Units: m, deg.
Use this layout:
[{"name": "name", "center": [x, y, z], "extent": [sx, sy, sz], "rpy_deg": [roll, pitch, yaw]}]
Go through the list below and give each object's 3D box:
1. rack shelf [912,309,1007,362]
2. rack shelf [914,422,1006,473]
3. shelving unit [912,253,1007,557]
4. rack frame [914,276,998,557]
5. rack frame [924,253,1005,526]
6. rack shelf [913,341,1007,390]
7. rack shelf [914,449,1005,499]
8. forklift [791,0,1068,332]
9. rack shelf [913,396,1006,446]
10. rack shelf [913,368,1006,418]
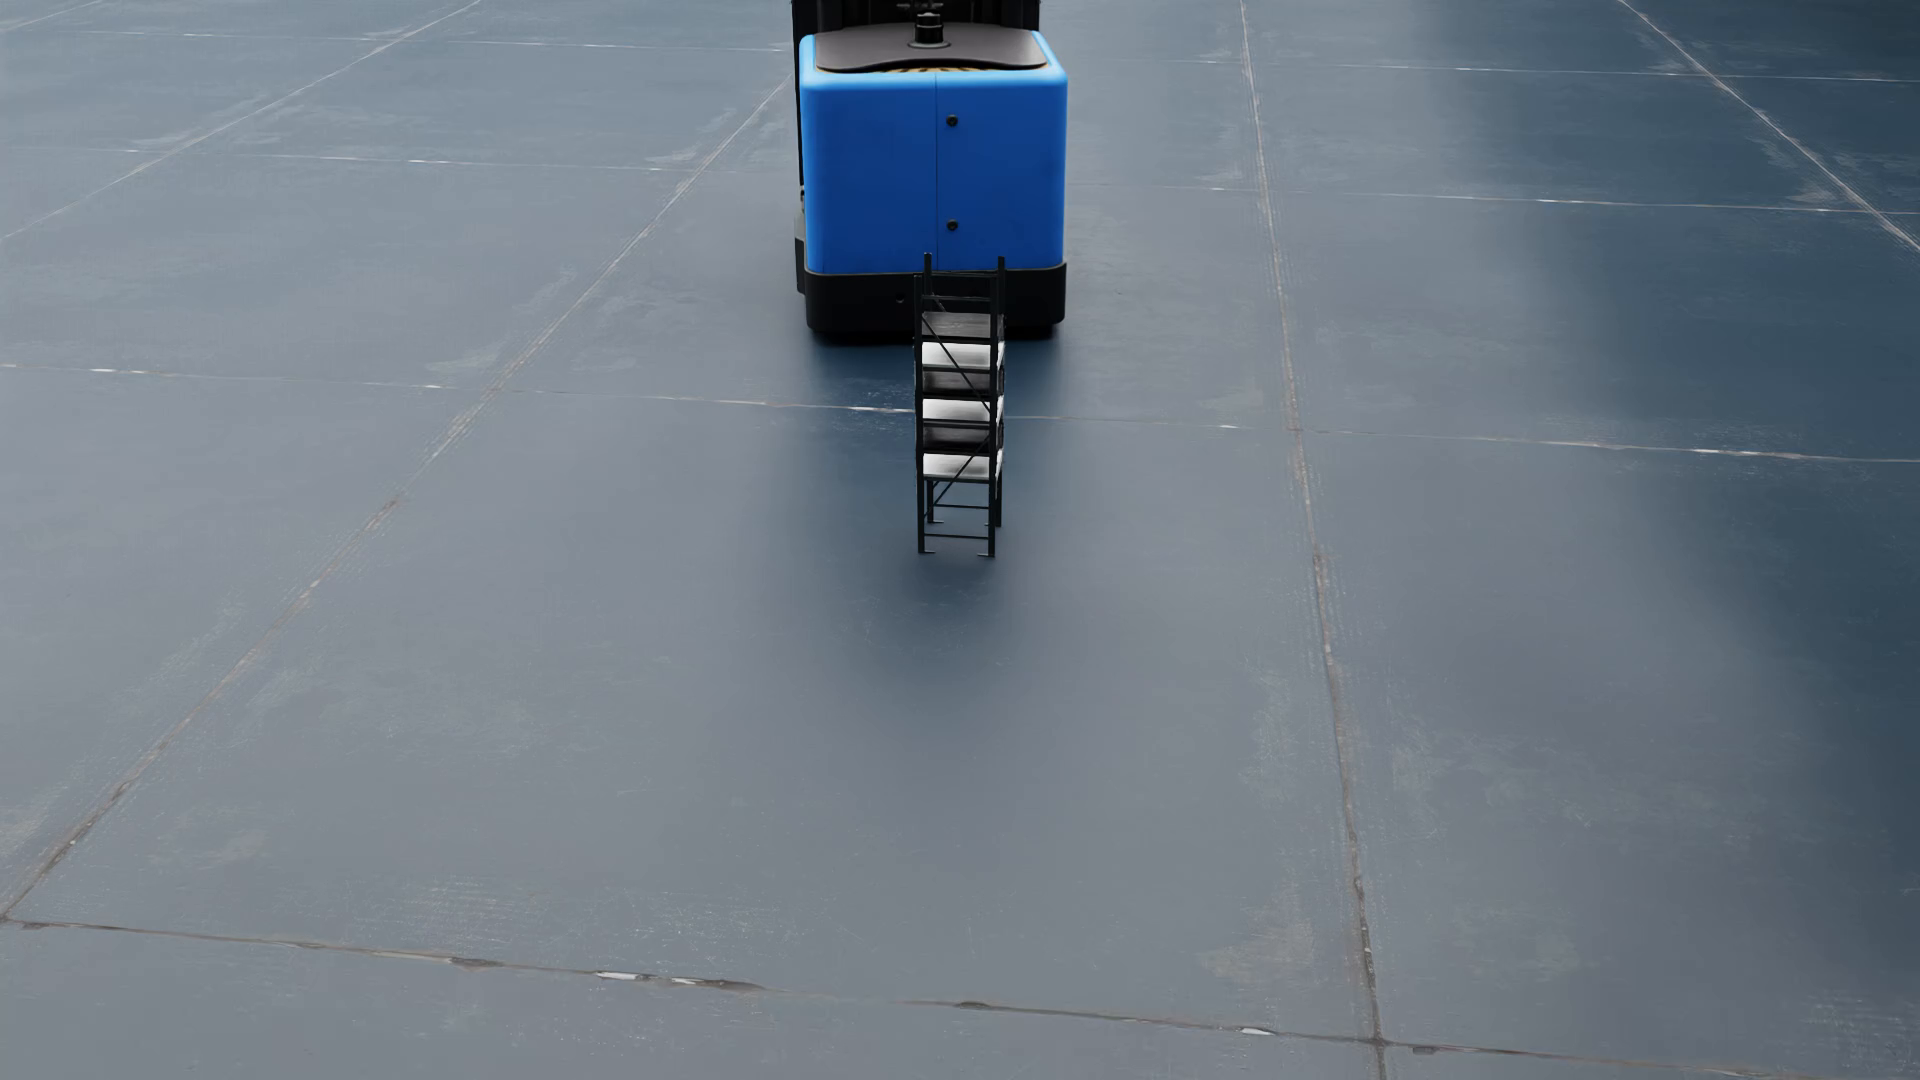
[{"name": "rack shelf", "center": [0.001, -0.608, 4.931], "extent": [0.258, 0.077, 0.200], "rpy_deg": [3, 28, 6]}, {"name": "rack shelf", "center": [0.001, -0.291, 5.102], "extent": [0.258, 0.077, 0.200], "rpy_deg": [3, 28, 6]}, {"name": "shelving unit", "center": [0.001, -0.400, 5.044], "extent": [0.258, 0.900, 0.210], "rpy_deg": [3, 28, 6]}, {"name": "rack frame", "center": [-0.011, -0.352, 4.955], "extent": [0.240, 0.900, 0.006], "rpy_deg": [3, 28, 6]}, {"name": "rack frame", "center": [0.013, -0.448, 5.132], "extent": [0.240, 0.900, 0.006], "rpy_deg": [3, 28, 6]}, {"name": "rack shelf", "center": [0.001, -0.529, 4.974], "extent": [0.258, 0.077, 0.200], "rpy_deg": [3, 28, 6]}, {"name": "rack shelf", "center": [0.001, -0.212, 5.145], "extent": [0.258, 0.077, 0.200], "rpy_deg": [3, 28, 6]}, {"name": "forklift", "center": [-0.216, -2.787, 7.334], "extent": [1.130, 2.935, 3.031], "rpy_deg": [-2, 28, -4]}, {"name": "rack shelf", "center": [0.001, -0.371, 5.059], "extent": [0.258, 0.077, 0.200], "rpy_deg": [3, 28, 6]}, {"name": "rack shelf", "center": [0.001, -0.450, 5.017], "extent": [0.258, 0.077, 0.200], "rpy_deg": [3, 28, 6]}]
